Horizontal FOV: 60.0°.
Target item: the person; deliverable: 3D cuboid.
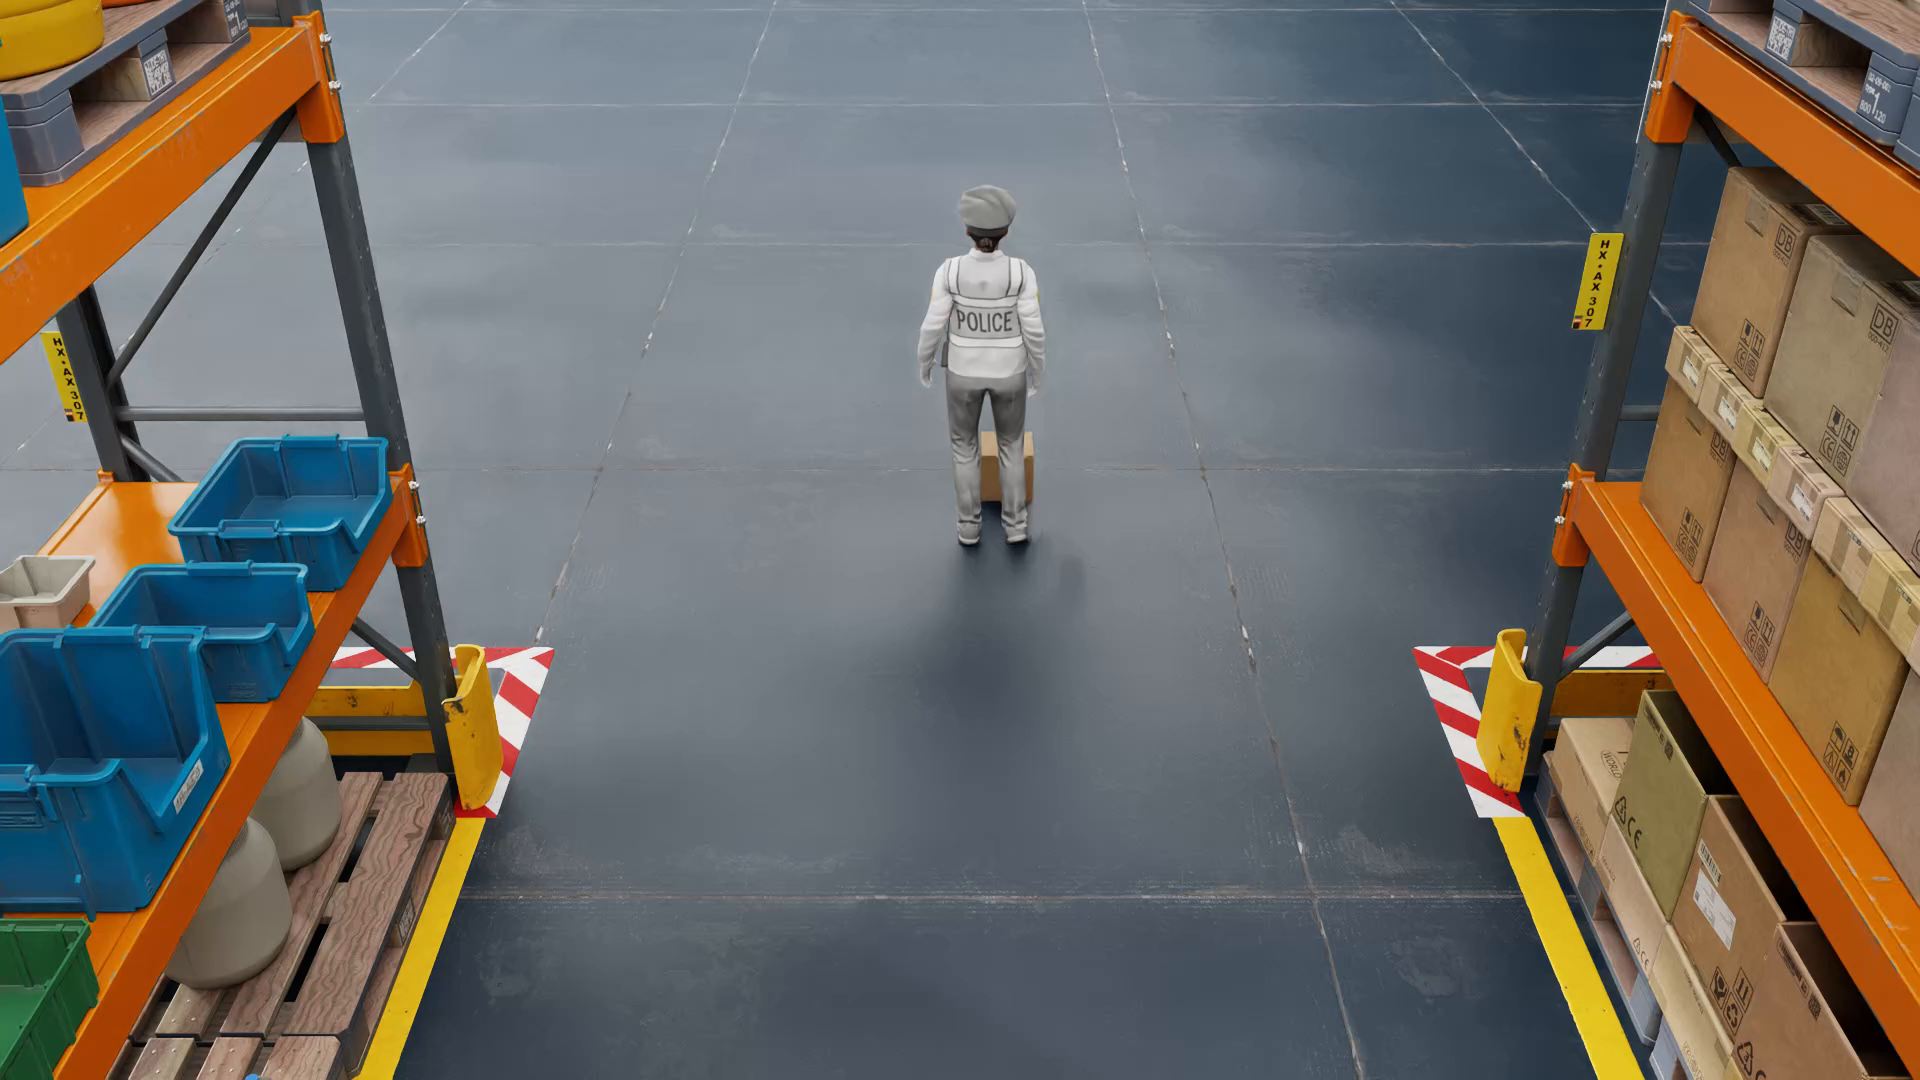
[{"bbox_3d":[0.093,-0.707,7.350,0.568,1.759,0.347,0,32,0],"label":"person"}]
